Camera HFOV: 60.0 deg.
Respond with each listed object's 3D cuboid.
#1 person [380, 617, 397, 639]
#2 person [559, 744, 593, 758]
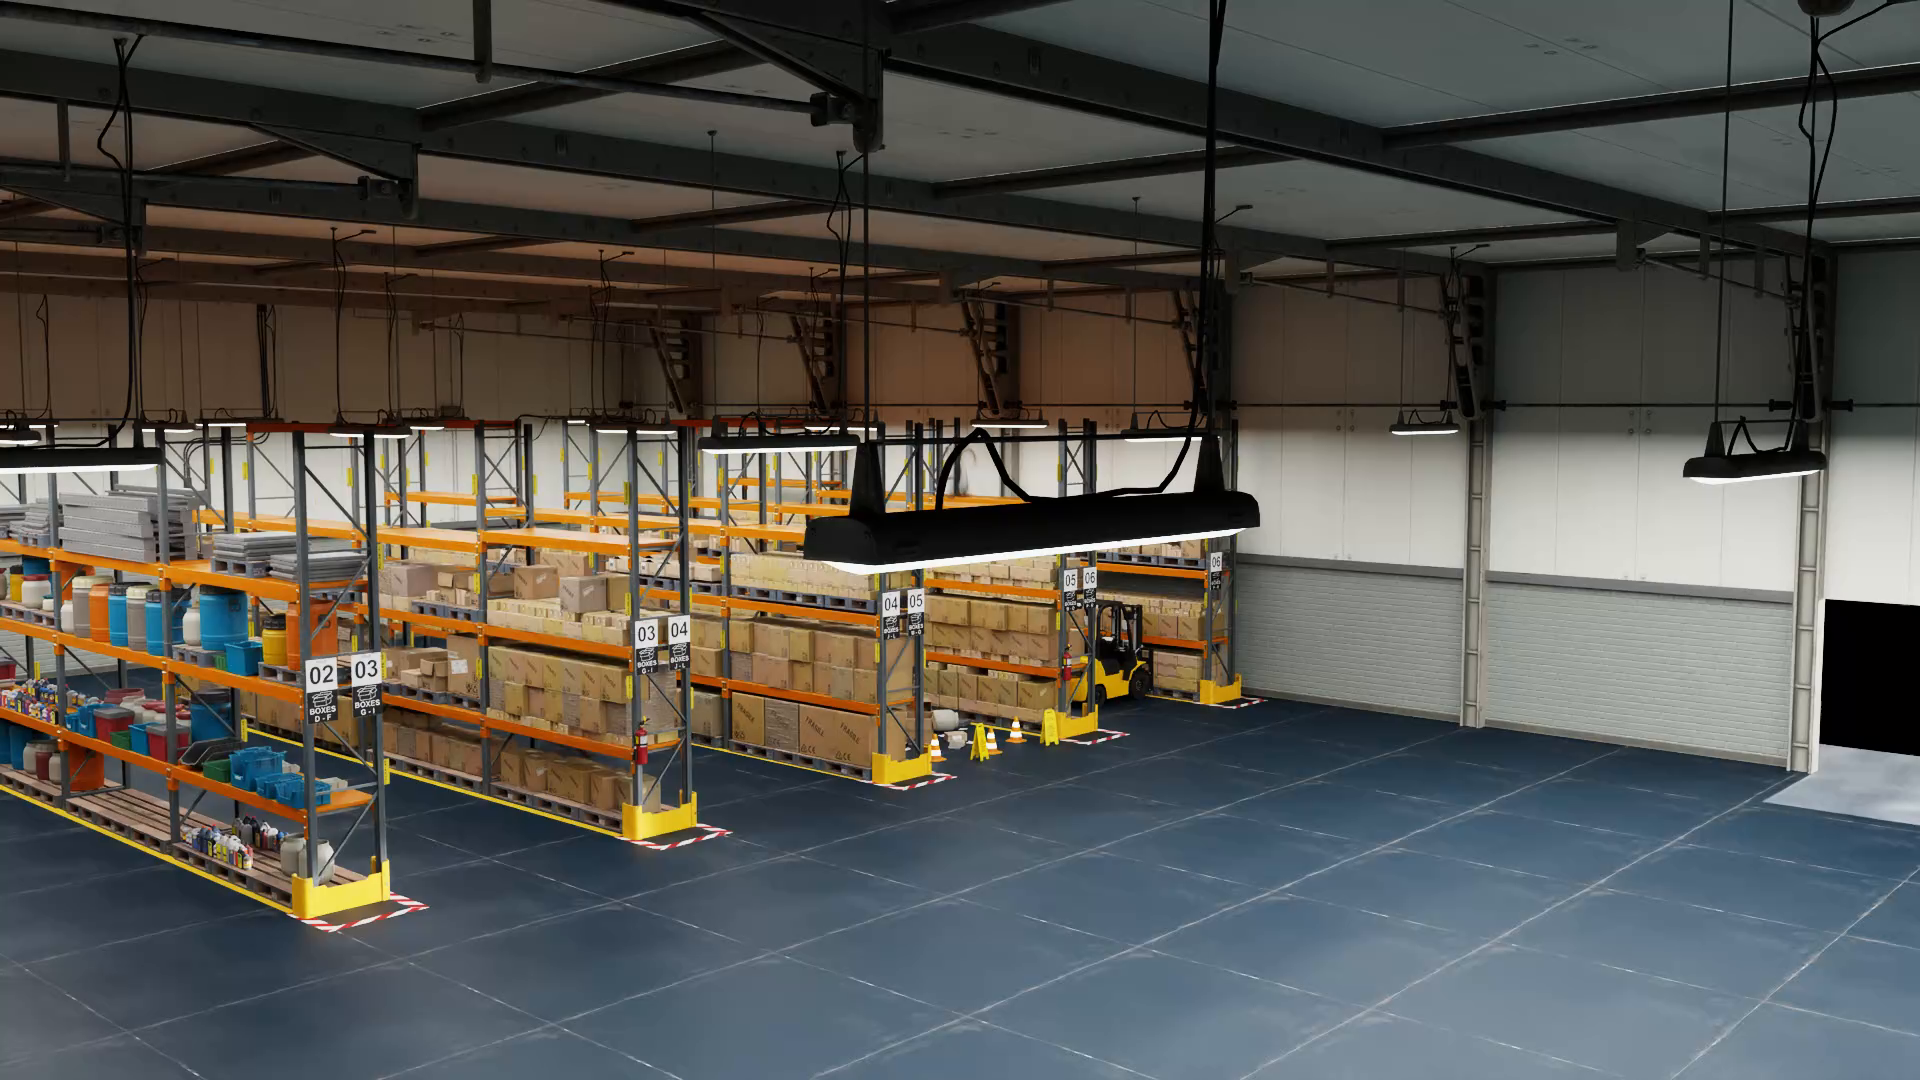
[{"bbox_3d":[-13.556,2.243,39.527,0.698,1.771,0.884,3,5,31],"label":"person"},{"bbox_3d":[-7.016,3.122,30.024,0.951,1.612,0.641,3,6,34],"label":"person"}]
